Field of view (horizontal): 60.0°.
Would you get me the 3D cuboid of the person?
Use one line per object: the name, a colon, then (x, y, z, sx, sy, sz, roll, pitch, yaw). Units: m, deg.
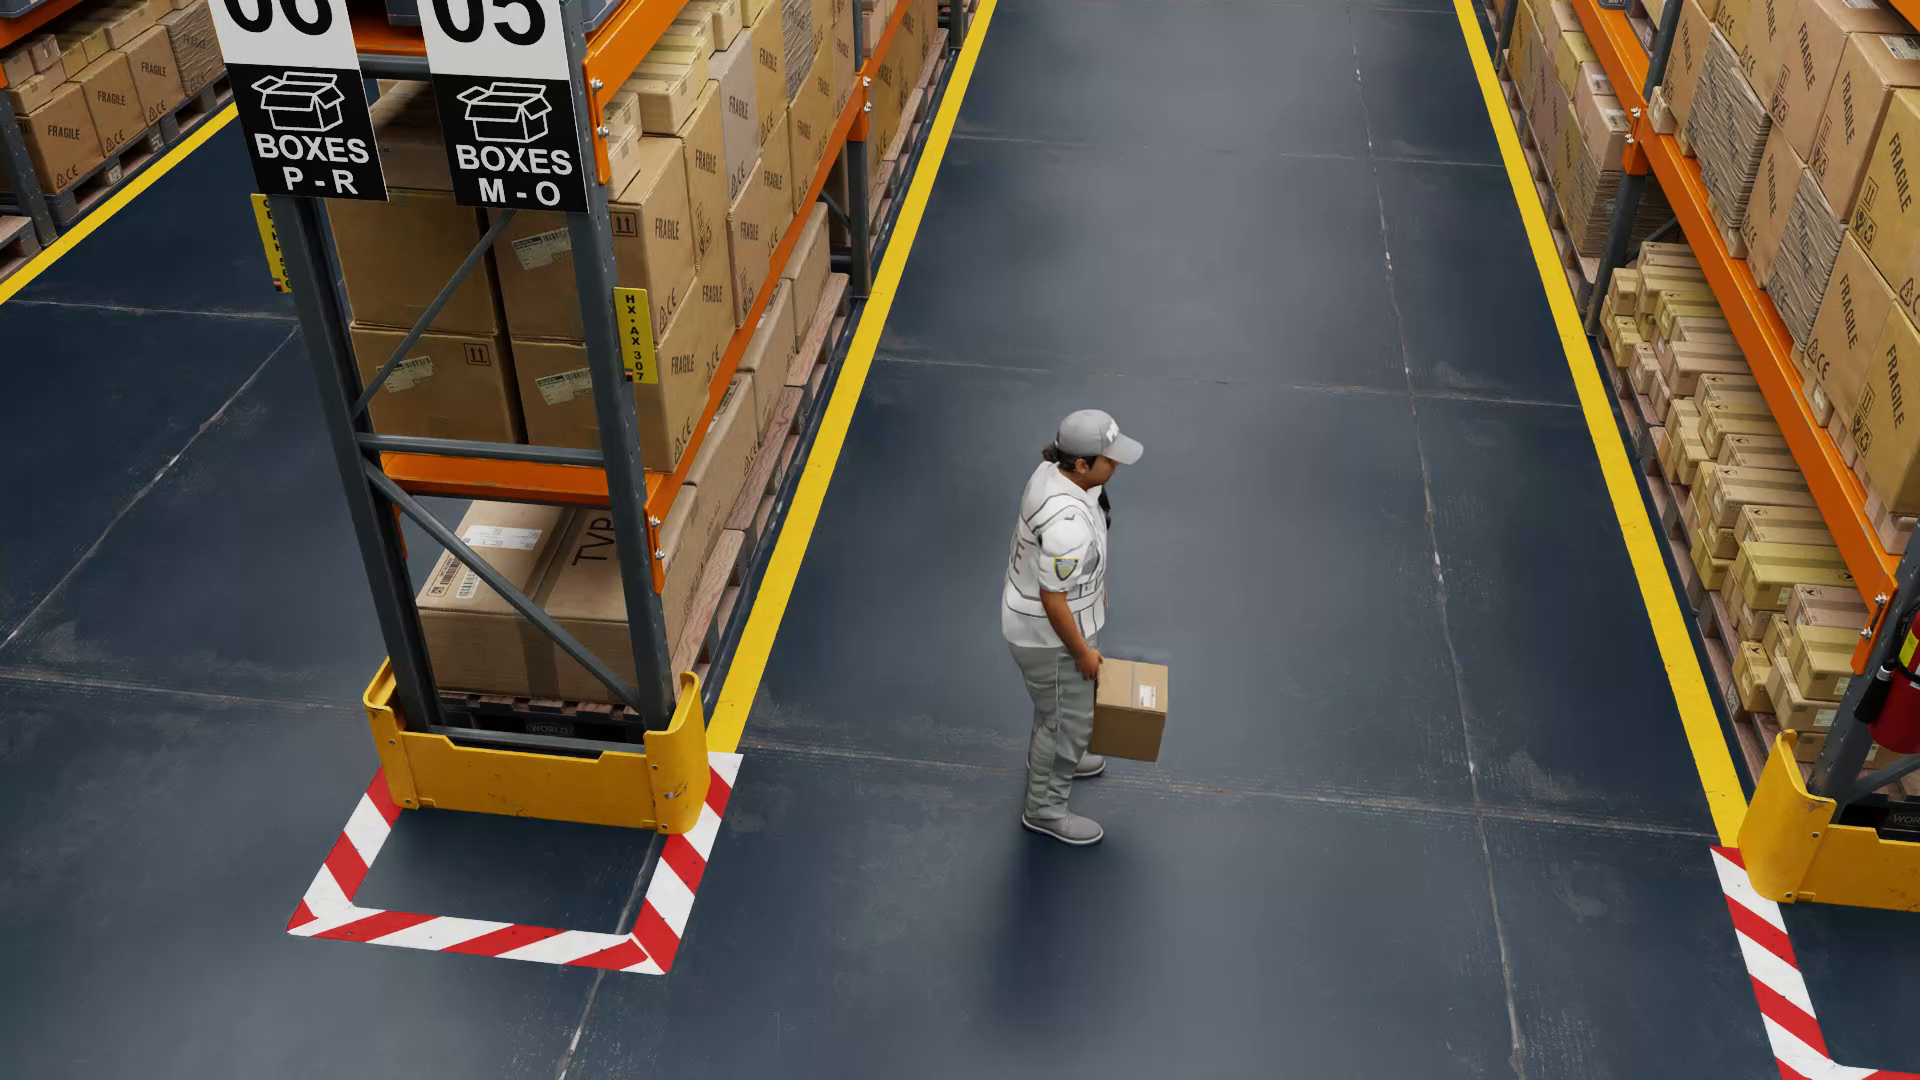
person: (0.366, 0.282, 5.757, 0.443, 1.669, 0.528, 3, 36, 5)
